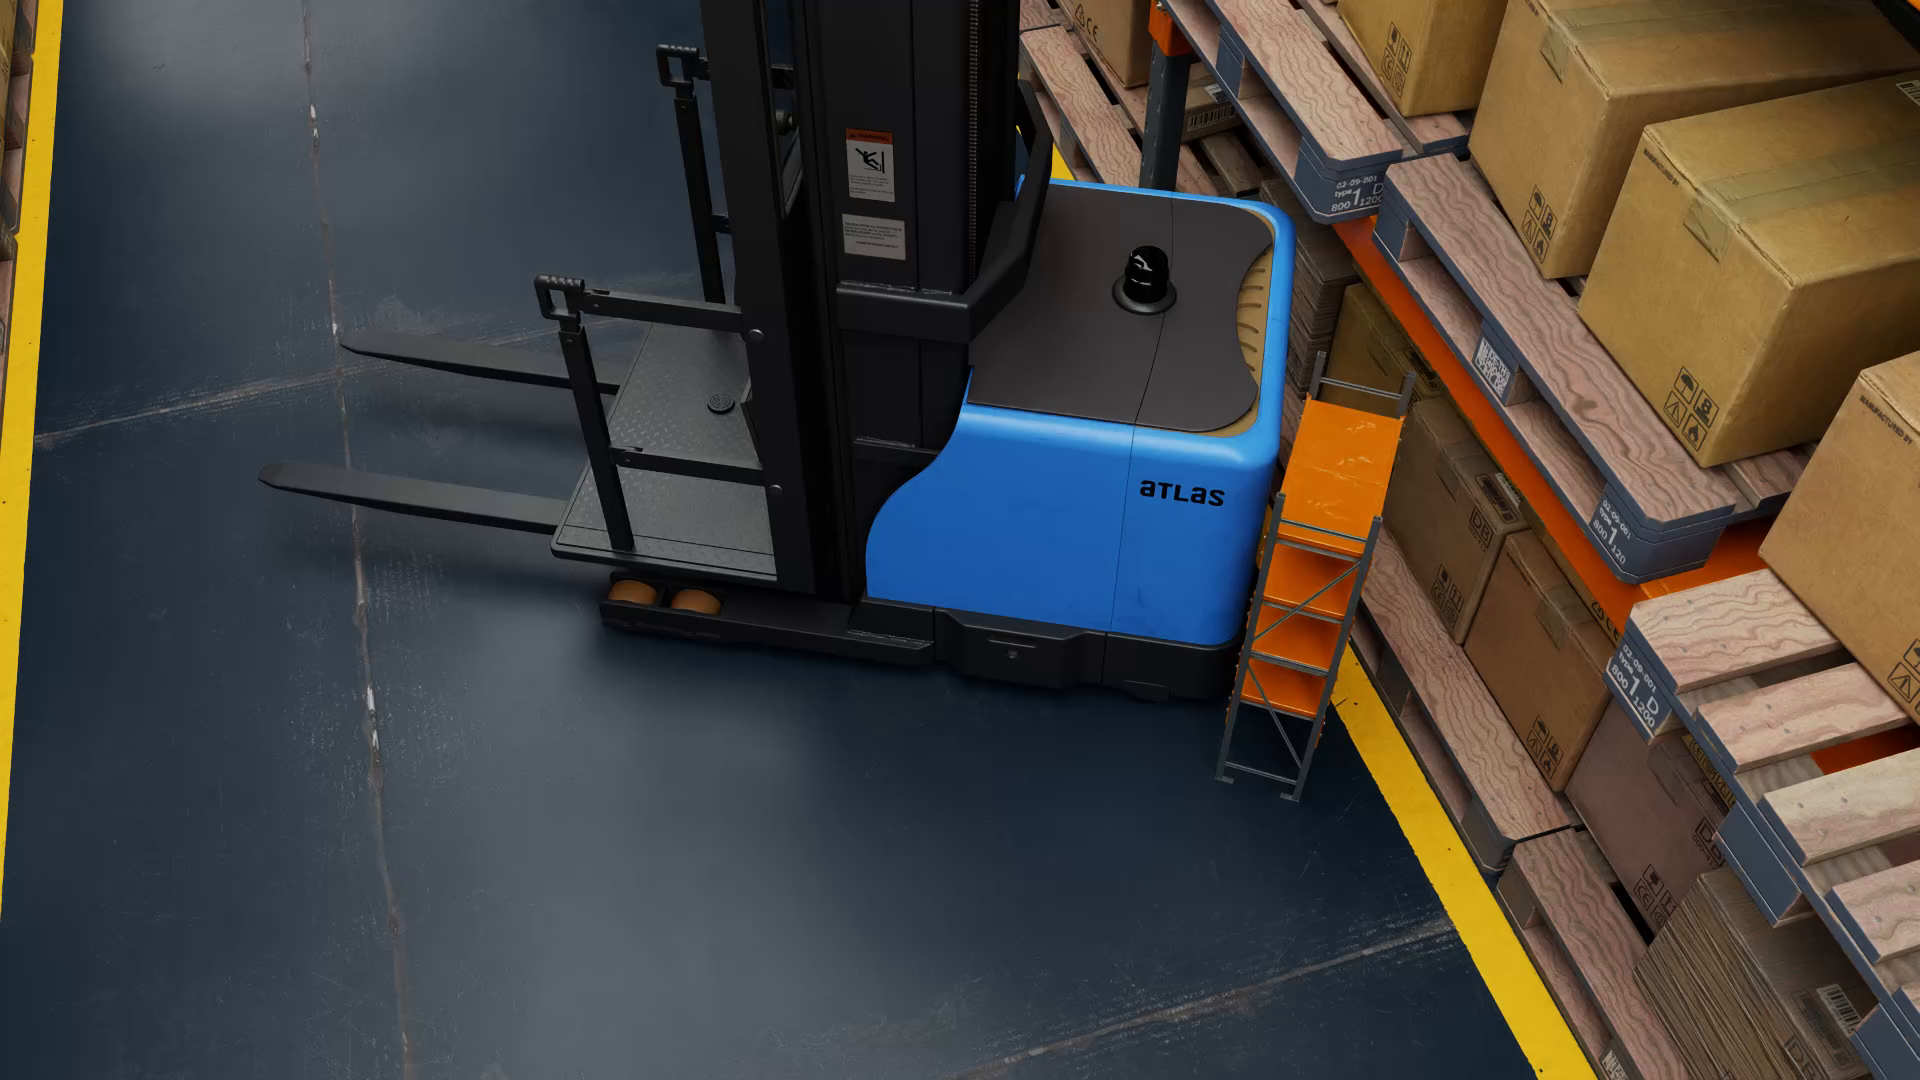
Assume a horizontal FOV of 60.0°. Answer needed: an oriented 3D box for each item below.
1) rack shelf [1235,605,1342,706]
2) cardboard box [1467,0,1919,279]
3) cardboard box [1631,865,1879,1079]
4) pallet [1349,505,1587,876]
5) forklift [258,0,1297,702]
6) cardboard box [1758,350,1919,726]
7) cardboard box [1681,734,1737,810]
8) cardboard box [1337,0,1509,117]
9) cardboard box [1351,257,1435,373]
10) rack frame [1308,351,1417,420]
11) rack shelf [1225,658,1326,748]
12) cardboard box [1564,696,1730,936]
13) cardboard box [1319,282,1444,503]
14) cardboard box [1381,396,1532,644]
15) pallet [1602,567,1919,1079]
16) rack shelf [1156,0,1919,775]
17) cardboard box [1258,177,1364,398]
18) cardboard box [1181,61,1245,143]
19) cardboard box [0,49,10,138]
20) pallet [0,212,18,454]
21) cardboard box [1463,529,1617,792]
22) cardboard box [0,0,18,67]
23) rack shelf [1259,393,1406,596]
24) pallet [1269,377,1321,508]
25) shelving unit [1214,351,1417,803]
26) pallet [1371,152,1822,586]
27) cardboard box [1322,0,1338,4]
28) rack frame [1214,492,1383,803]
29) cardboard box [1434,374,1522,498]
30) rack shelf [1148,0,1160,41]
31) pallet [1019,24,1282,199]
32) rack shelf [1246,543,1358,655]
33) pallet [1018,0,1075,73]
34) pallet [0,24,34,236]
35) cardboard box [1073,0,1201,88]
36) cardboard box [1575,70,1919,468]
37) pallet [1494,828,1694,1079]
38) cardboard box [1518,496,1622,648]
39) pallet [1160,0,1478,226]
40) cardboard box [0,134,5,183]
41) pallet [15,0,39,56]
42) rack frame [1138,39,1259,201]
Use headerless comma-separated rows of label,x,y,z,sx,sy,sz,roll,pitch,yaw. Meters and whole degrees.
rack shelf,0.910,0.178,4.403,0.258,0.148,0.480,15,51,12
cardboard box,1.623,-0.976,3.758,0.700,0.500,0.500,-7,50,-6
cardboard box,2.043,1.006,3.787,0.700,0.500,0.500,-13,51,-10
pallet,1.719,0.295,4.863,1.003,0.211,1.213,-13,51,-11
forklift,-0.615,-1.031,4.202,3.031,2.935,1.130,8,50,7
cardboard box,1.966,-0.061,2.986,0.700,0.500,0.500,-18,52,-14
cardboard box,1.934,0.334,3.863,0.500,0.250,0.500,-12,51,-10
cardboard box,1.399,-1.450,4.157,0.700,0.500,0.500,-9,50,-7
cardboard box,1.490,-0.788,4.809,0.500,0.250,0.500,-14,51,-12
rack frame,0.989,-0.042,4.500,0.240,1.200,0.015,15,51,12
rack shelf,0.910,0.306,4.555,0.258,0.148,0.480,15,51,12
cardboard box,2.001,0.604,4.126,0.700,0.500,0.500,-13,51,-11
cardboard box,1.557,-0.501,5.058,0.700,0.500,0.500,-14,51,-12
cardboard box,1.669,-0.119,4.736,0.700,0.500,0.500,-13,51,-11
pallet,1.993,0.422,3.058,1.213,0.211,1.003,-13,51,-11
rack shelf,1.714,-0.372,4.073,1.077,0.370,4.000,-13,51,-11
cardboard box,1.356,-0.867,5.366,0.700,0.500,0.500,-12,51,-10
cardboard box,0.936,-1.678,6.268,0.380,0.166,0.250,-19,53,-16
cardboard box,-3.895,-1.695,6.241,0.500,0.250,0.500,-13,51,-11
pallet,-3.804,-0.634,5.646,1.003,0.211,1.213,-13,51,-11
cardboard box,1.827,0.247,4.427,0.700,0.500,0.500,-14,51,-11
cardboard box,-4.042,-2.061,6.549,0.500,0.250,0.500,-13,51,-11
rack shelf,0.910,-0.118,4.051,0.258,0.148,0.480,15,51,12
pallet,1.354,-0.598,5.616,1.003,0.211,1.213,-13,51,-11
shelving unit,0.910,0.135,4.351,0.258,1.200,0.503,15,51,12
pallet,1.681,-0.518,3.850,1.003,0.211,1.213,-13,51,-11
cardboard box,1.240,-1.860,4.503,0.700,0.500,0.500,-13,51,-11
rack frame,0.832,0.311,4.203,0.240,1.200,0.015,15,51,12
cardboard box,1.647,-0.409,4.490,0.500,0.250,0.500,-15,51,-12
rack shelf,0.531,-3.294,6.535,1.077,0.370,4.000,-13,51,-11
pallet,0.890,-1.649,6.502,1.003,0.211,1.213,-13,51,-11
rack shelf,0.910,0.034,4.232,0.258,0.148,0.480,15,51,12
pallet,0.526,-2.541,7.254,1.003,0.211,1.213,-13,51,-11
pallet,-4.168,-1.526,6.399,1.003,0.211,1.213,-13,51,-11
cardboard box,0.777,-2.150,6.448,0.500,0.500,0.500,-17,52,-14
cardboard box,1.767,-0.564,3.410,0.700,0.500,0.500,-13,51,-11
pallet,2.076,1.184,4.114,1.003,0.211,1.213,-13,51,-11
cardboard box,1.777,-0.040,4.179,0.500,0.250,0.500,-14,51,-11
pallet,1.210,-1.412,4.604,1.003,0.211,1.213,-13,51,-11
cardboard box,-3.742,-1.331,5.934,0.500,0.250,0.500,-13,51,-11
pallet,-4.525,-2.416,7.148,1.003,0.211,1.213,-13,51,-11
rack frame,1.123,-2.065,5.029,1.000,3.000,0.127,-13,51,-11
